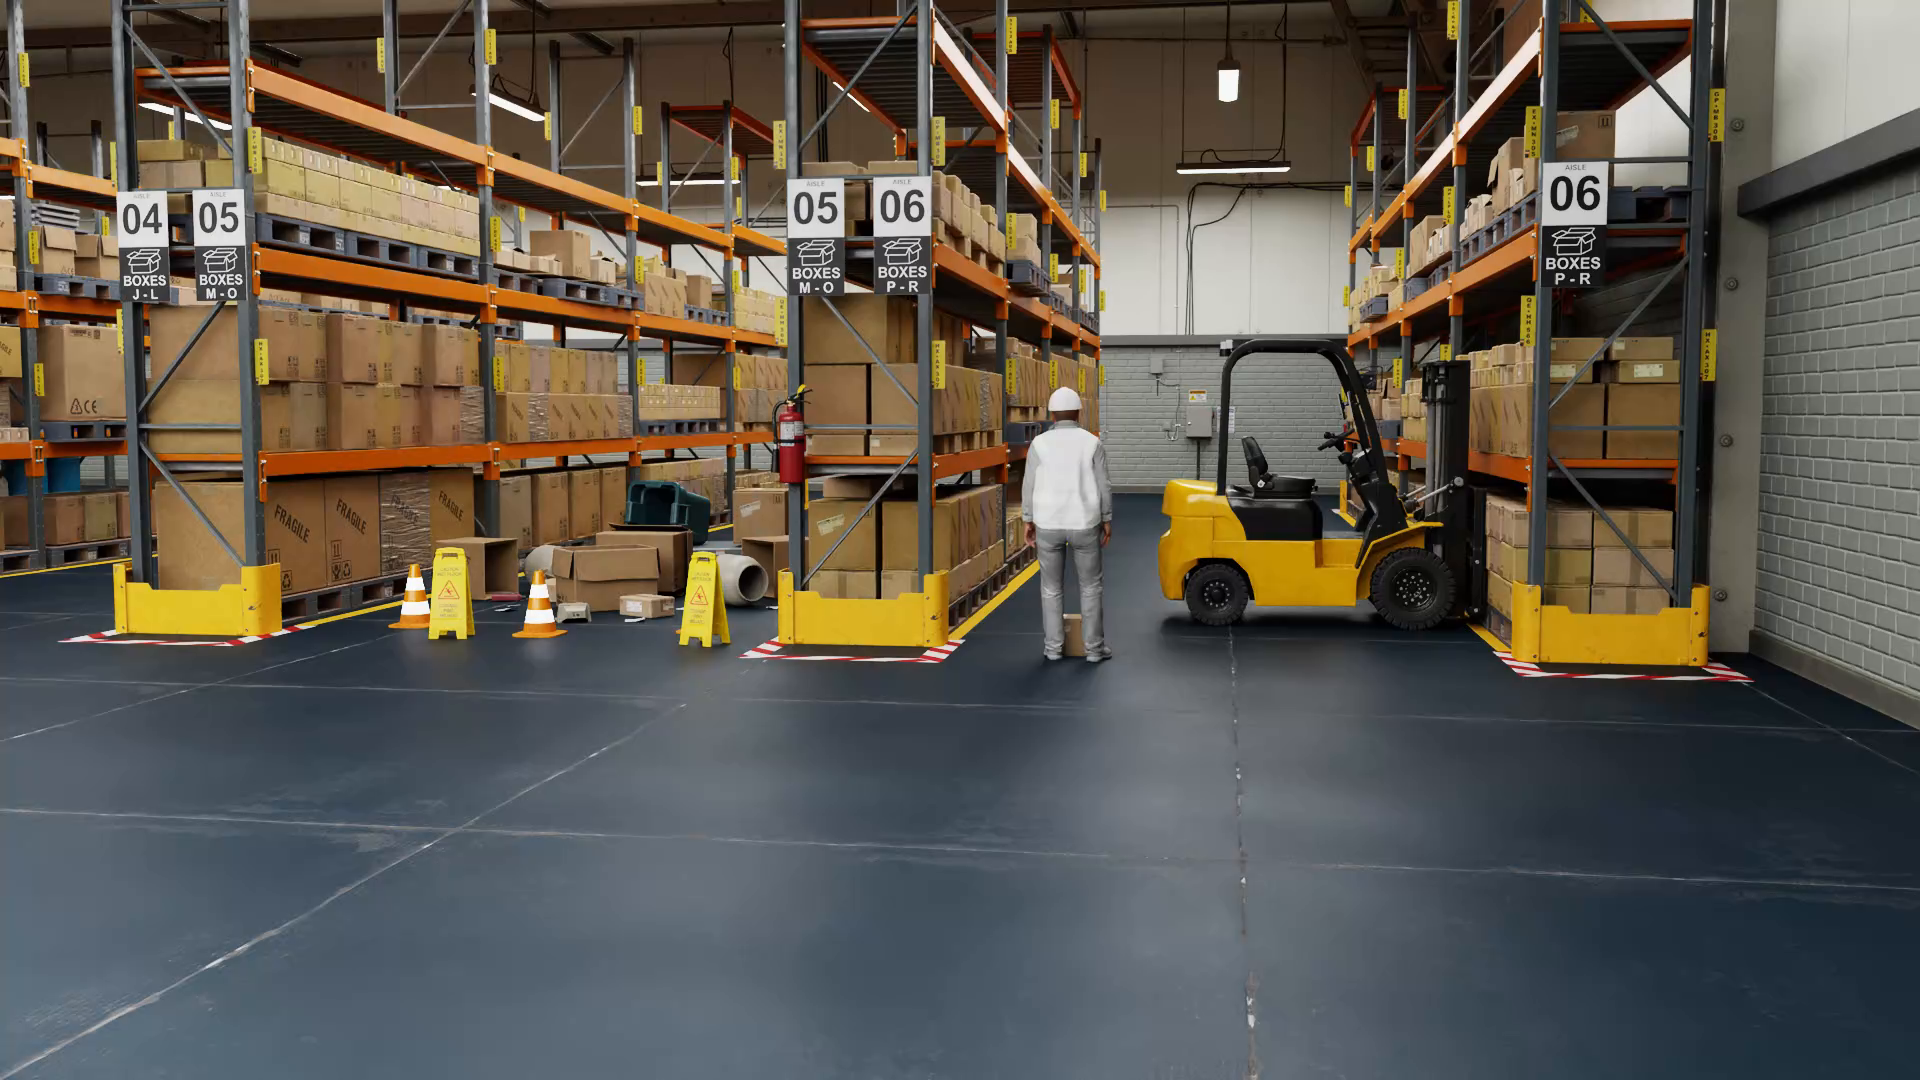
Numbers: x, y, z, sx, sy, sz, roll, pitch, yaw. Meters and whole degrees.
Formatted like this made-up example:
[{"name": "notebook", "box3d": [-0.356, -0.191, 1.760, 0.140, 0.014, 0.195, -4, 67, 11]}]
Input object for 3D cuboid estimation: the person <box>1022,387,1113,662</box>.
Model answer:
[{"name": "person", "box3d": [0.698, -0.105, 10.804, 0.593, 1.773, 0.467, 0, 4, 6]}]
